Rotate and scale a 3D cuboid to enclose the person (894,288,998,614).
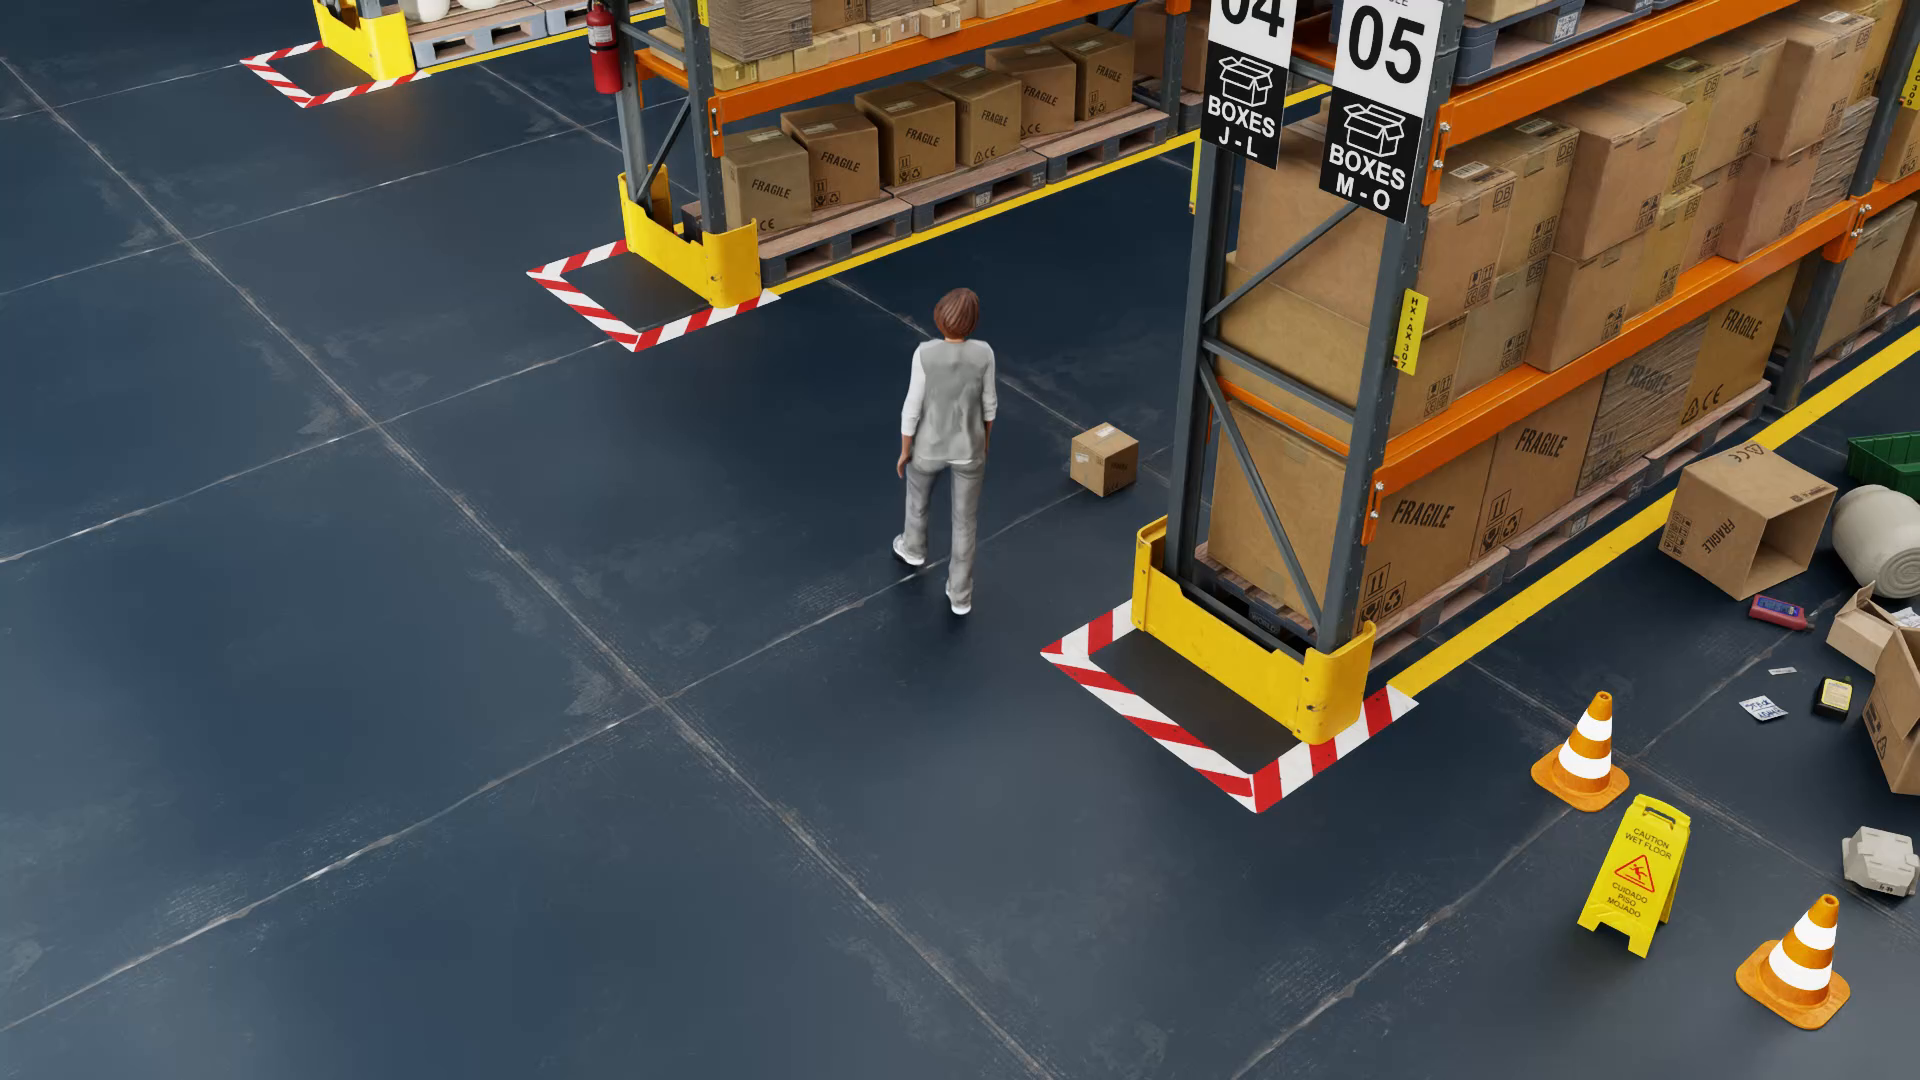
[{"bbox_3d":[-0.072,-0.429,7.677,0.486,1.549,0.663,-2,36,-3],"label":"person"}]
